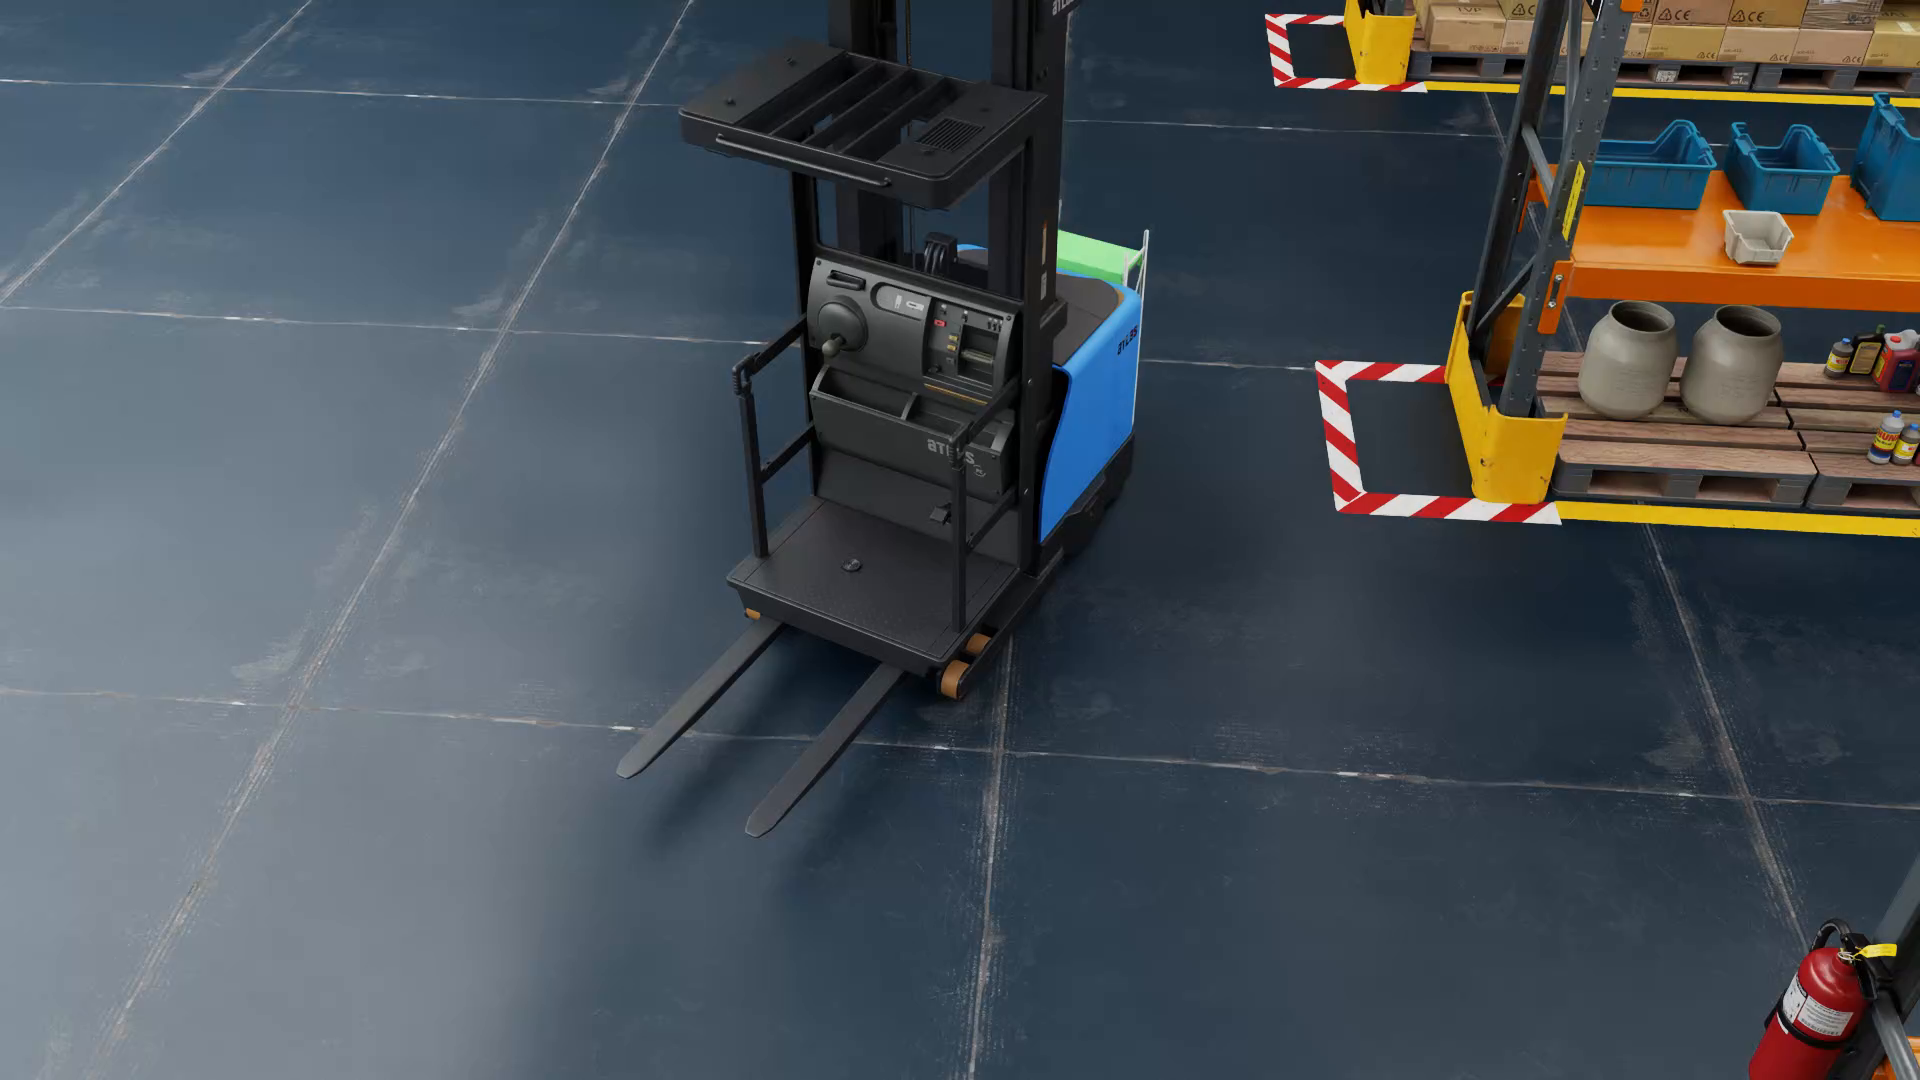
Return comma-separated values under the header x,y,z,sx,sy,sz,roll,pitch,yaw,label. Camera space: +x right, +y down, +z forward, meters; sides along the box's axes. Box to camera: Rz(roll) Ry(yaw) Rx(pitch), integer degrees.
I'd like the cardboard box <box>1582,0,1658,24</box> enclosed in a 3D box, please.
x,y,z,sx,sy,sz,roll,pitch,yaw,label
4.613,-3.972,11.676,0.500,0.500,0.500,3,39,4,cardboard box

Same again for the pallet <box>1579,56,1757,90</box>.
x,y,z,sx,sy,sz,roll,pitch,yaw,label
5.078,-3.634,12.218,1.213,0.211,1.003,3,39,4,pallet

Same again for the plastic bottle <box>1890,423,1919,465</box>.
x,y,z,sx,sy,sz,roll,pitch,yaw,label
4.552,-0.469,7.989,0.097,0.201,0.097,0,39,0,plastic bottle

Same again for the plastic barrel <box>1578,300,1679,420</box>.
x,y,z,sx,sy,sz,roll,pitch,yaw,label
3.332,-0.894,8.281,0.421,0.512,0.421,0,39,0,plastic barrel

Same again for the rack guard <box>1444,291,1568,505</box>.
x,y,z,sx,sy,sz,roll,pitch,yaw,label
2.749,-0.740,8.434,0.348,0.500,1.175,3,39,4,rack guard

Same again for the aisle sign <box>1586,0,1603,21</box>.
x,y,z,sx,sy,sz,roll,pitch,yaw,label
2.572,-2.512,6.571,0.004,0.787,0.394,3,39,4,aisle sign

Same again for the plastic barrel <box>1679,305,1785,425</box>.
x,y,z,sx,sy,sz,roll,pitch,yaw,label
3.831,-0.867,8.248,0.421,0.512,0.421,0,39,0,plastic barrel

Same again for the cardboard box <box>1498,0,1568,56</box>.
x,y,z,sx,sy,sz,roll,pitch,yaw,label
4.114,-3.702,11.937,0.500,0.250,0.500,3,39,4,cardboard box

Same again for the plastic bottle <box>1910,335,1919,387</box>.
x,y,z,sx,sy,sz,roll,pitch,yaw,label
4.924,-0.936,8.503,0.135,0.276,0.152,2,39,3,plastic bottle

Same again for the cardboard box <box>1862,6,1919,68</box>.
x,y,z,sx,sy,sz,roll,pitch,yaw,label
6.605,-3.566,11.770,0.500,0.250,0.500,3,39,4,cardboard box

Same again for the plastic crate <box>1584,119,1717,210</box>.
x,y,z,sx,sy,sz,roll,pitch,yaw,label
3.194,-1.787,7.858,0.616,0.251,0.499,3,39,4,plastic crate

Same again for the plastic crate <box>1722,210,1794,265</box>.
x,y,z,sx,sy,sz,roll,pitch,yaw,label
3.533,-1.331,7.388,0.250,0.136,0.298,3,39,4,plastic crate

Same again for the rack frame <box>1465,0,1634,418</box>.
x,y,z,sx,sy,sz,roll,pitch,yaw,label
2.669,-1.684,7.613,0.127,3.000,1.000,3,39,4,rack frame

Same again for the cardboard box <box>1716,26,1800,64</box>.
x,y,z,sx,sy,sz,roll,pitch,yaw,label
5.608,-3.617,11.833,0.500,0.250,0.500,3,39,4,cardboard box

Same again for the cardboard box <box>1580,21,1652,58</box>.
x,y,z,sx,sy,sz,roll,pitch,yaw,label
4.612,-3.674,11.904,0.500,0.250,0.500,3,39,4,cardboard box

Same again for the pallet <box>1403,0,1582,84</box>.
x,y,z,sx,sy,sz,roll,pitch,yaw,label
3.866,-3.702,12.302,1.213,0.211,1.003,3,39,4,pallet

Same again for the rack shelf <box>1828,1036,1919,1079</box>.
x,y,z,sx,sy,sz,roll,pitch,yaw,label
4.234,1.819,3.880,4.000,0.370,1.077,3,39,4,rack shelf

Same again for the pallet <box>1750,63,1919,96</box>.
x,y,z,sx,sy,sz,roll,pitch,yaw,label
6.297,-3.570,12.139,1.213,0.211,1.003,3,39,4,pallet

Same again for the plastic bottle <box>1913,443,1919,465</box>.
x,y,z,sx,sy,sz,roll,pitch,yaw,label
4.673,-0.483,7.941,0.133,0.283,0.061,4,39,5,plastic bottle

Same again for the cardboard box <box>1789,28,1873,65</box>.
x,y,z,sx,sy,sz,roll,pitch,yaw,label
6.107,-3.599,11.811,0.500,0.250,0.500,3,39,4,cardboard box

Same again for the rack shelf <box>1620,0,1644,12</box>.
x,y,z,sx,sy,sz,roll,pitch,yaw,label
4.662,-2.459,6.760,4.000,0.370,1.077,3,39,4,rack shelf

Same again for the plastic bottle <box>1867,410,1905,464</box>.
x,y,z,sx,sy,sz,roll,pitch,yaw,label
4.449,-0.502,7.974,0.097,0.271,0.097,0,39,0,plastic bottle

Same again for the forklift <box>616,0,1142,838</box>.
x,y,z,sx,sy,sz,roll,pitch,yaw,label
-0.308,-0.789,6.568,1.130,2.935,3.031,19,43,22,forklift

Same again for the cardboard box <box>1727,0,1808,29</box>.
x,y,z,sx,sy,sz,roll,pitch,yaw,label
5.609,-3.916,11.607,0.500,0.500,0.500,3,39,4,cardboard box

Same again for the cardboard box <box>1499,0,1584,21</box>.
x,y,z,sx,sy,sz,roll,pitch,yaw,label
4.114,-3.991,11.699,0.500,0.500,0.500,3,39,4,cardboard box

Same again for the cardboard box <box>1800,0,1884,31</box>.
x,y,z,sx,sy,sz,roll,pitch,yaw,label
6.107,-3.891,11.576,0.500,0.500,0.500,3,39,4,cardboard box

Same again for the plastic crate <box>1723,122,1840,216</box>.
x,y,z,sx,sy,sz,roll,pitch,yaw,label
3.840,-1.748,7.810,0.408,0.251,0.499,3,39,4,plastic crate

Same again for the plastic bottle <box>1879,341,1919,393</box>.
x,y,z,sx,sy,sz,roll,pitch,yaw,label
4.777,-0.879,8.427,0.133,0.283,0.061,3,39,4,plastic bottle

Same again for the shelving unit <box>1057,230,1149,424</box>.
x,y,z,sx,sy,sz,roll,pitch,yaw,label
0.609,-0.997,8.195,0.503,1.200,0.258,19,43,22,shelving unit

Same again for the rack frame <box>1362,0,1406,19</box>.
x,y,z,sx,sy,sz,roll,pitch,yaw,label
3.100,-4.799,11.440,0.127,3.000,1.000,3,39,4,rack frame

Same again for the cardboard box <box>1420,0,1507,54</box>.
x,y,z,sx,sy,sz,roll,pitch,yaw,label
3.615,-3.726,11.968,0.500,0.250,0.500,3,39,4,cardboard box

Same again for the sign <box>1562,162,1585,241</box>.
x,y,z,sx,sy,sz,roll,pitch,yaw,label
2.617,-1.446,7.101,0.005,0.325,0.100,3,39,4,sign

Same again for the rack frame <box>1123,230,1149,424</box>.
x,y,z,sx,sy,sz,roll,pitch,yaw,label
0.822,-0.922,8.103,0.015,1.200,0.240,19,43,22,rack frame

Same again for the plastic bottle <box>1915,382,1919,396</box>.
x,y,z,sx,sy,sz,roll,pitch,yaw,label
4.932,-0.827,8.429,0.097,0.201,0.097,0,39,0,plastic bottle

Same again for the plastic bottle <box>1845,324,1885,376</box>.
x,y,z,sx,sy,sz,roll,pitch,yaw,label
4.655,-0.982,8.554,0.133,0.283,0.061,4,39,5,plastic bottle

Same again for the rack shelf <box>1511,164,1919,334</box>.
x,y,z,sx,sy,sz,roll,pitch,yaw,label
4.662,-1.296,7.707,4.000,0.370,1.077,3,39,4,rack shelf

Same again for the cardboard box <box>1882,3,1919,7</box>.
x,y,z,sx,sy,sz,roll,pitch,yaw,label
6.650,-3.894,12.173,0.500,0.250,0.500,3,39,4,cardboard box

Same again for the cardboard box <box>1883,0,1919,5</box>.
x,y,z,sx,sy,sz,roll,pitch,yaw,label
6.650,-4.191,11.944,0.500,0.500,0.500,3,39,4,cardboard box

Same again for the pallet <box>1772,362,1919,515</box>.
x,y,z,sx,sy,sz,roll,pitch,yaw,label
4.770,-0.512,8.383,1.213,0.211,1.003,3,39,4,pallet

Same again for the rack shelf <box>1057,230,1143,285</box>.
x,y,z,sx,sy,sz,roll,pitch,yaw,label
0.609,-1.320,7.933,0.480,0.148,0.258,19,43,22,rack shelf

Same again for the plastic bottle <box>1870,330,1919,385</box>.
x,y,z,sx,sy,sz,roll,pitch,yaw,label
4.786,-0.943,8.512,0.135,0.276,0.152,3,39,4,plastic bottle

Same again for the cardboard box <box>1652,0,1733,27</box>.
x,y,z,sx,sy,sz,roll,pitch,yaw,label
5.110,-3.934,11.629,0.500,0.500,0.500,3,39,4,cardboard box

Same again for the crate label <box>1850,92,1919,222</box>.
x,y,z,sx,sy,sz,roll,pitch,yaw,label
4.526,-1.768,7.688,0.616,0.435,0.502,3,39,4,crate label

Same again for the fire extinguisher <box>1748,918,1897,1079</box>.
x,y,z,sx,sy,sz,roll,pitch,yaw,label
2.168,1.165,4.174,0.183,0.674,0.296,3,39,4,fire extinguisher

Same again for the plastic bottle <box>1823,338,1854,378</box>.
x,y,z,sx,sy,sz,roll,pitch,yaw,label
4.537,-0.945,8.574,0.097,0.201,0.097,0,39,0,plastic bottle

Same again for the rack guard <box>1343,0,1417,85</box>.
x,y,z,sx,sy,sz,roll,pitch,yaw,label
3.076,-3.831,12.231,0.348,0.500,1.175,3,39,4,rack guard

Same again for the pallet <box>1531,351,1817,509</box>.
x,y,z,sx,sy,sz,roll,pitch,yaw,label
3.558,-0.580,8.466,1.213,0.211,1.003,3,39,4,pallet

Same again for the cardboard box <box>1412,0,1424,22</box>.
x,y,z,sx,sy,sz,roll,pitch,yaw,label
3.660,-4.052,12.368,0.500,0.250,0.500,3,39,4,cardboard box

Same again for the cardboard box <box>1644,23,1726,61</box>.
x,y,z,sx,sy,sz,roll,pitch,yaw,label
5.110,-3.644,11.866,0.500,0.250,0.500,3,39,4,cardboard box
